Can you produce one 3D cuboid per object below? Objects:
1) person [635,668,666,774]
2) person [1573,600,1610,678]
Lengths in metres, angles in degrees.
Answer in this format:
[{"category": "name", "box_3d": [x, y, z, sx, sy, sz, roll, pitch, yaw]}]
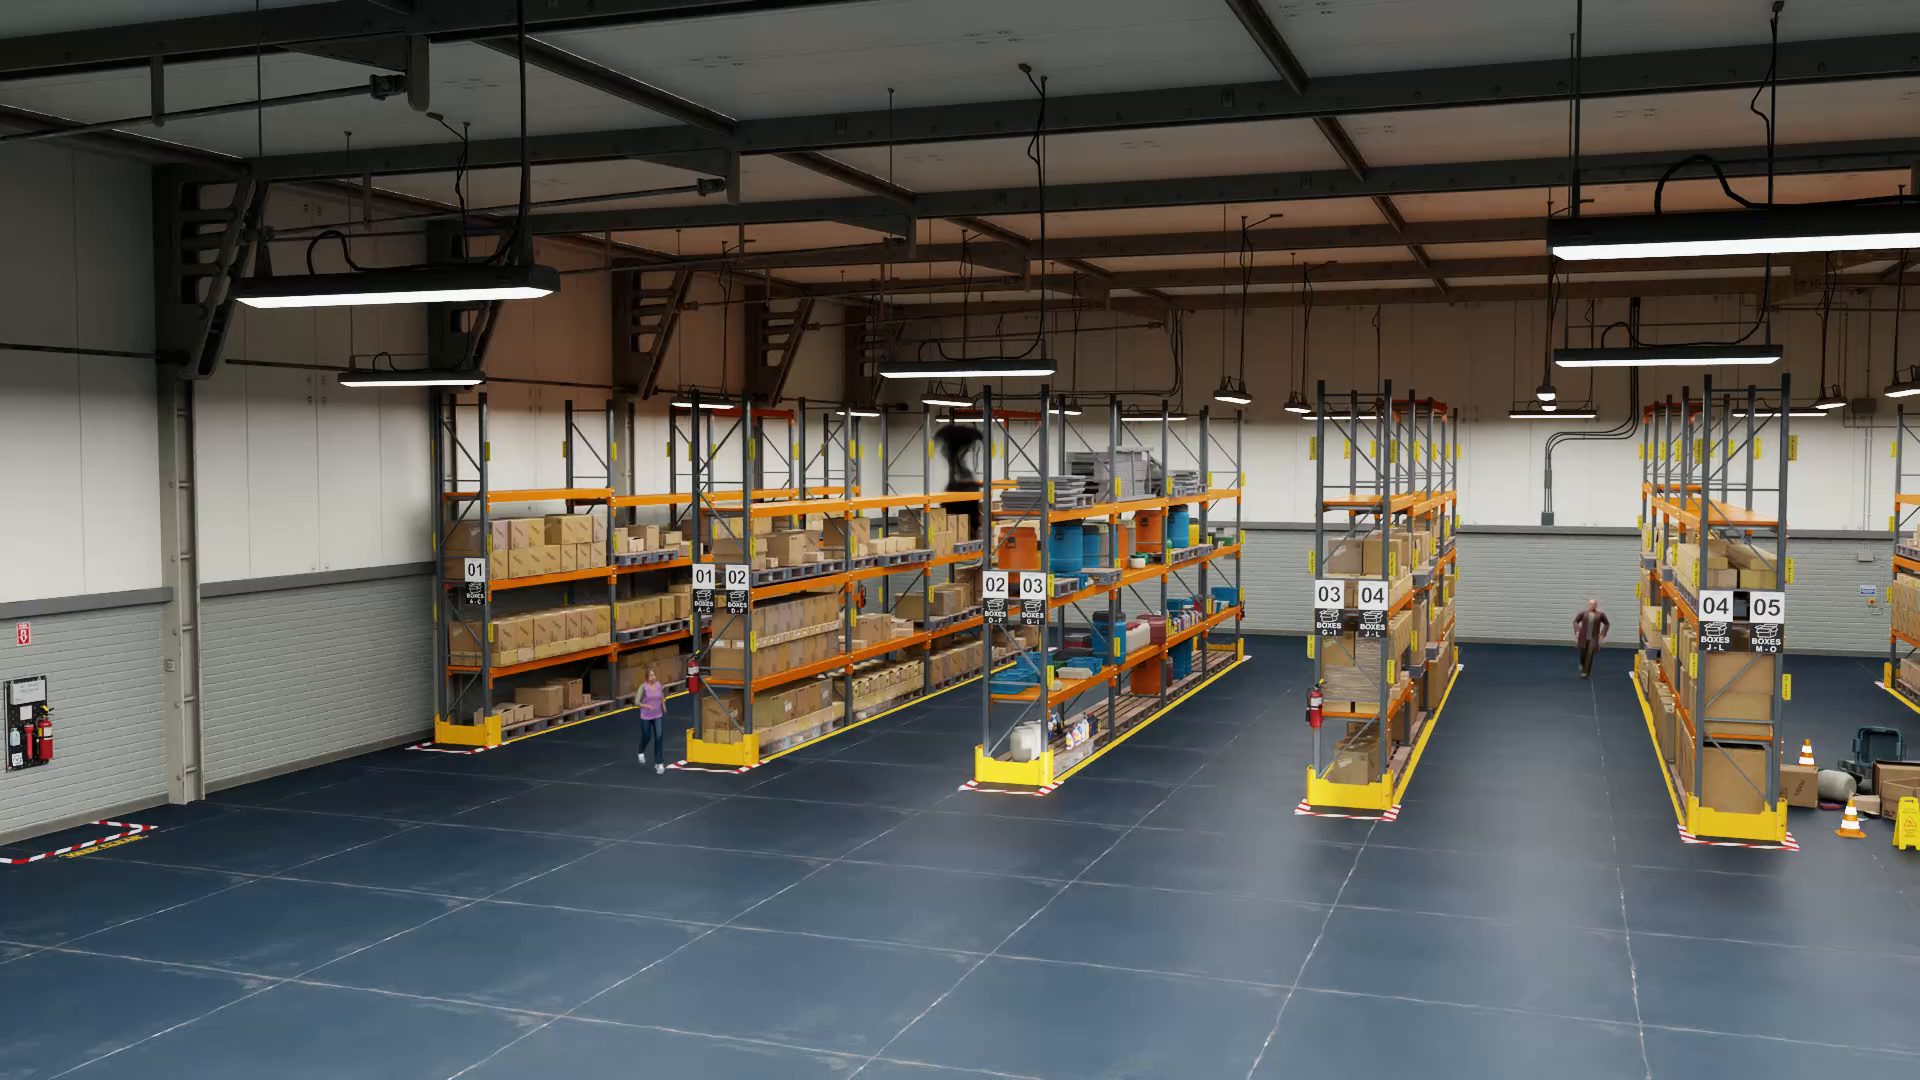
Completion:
[{"category": "person", "box_3d": [-4.848, 2.807, 26.072, 0.559, 1.619, 0.852, -2, 4, -32]}, {"category": "person", "box_3d": [13.985, 2.181, 36.832, 0.764, 1.743, 0.833, 1, 3, 19]}]
